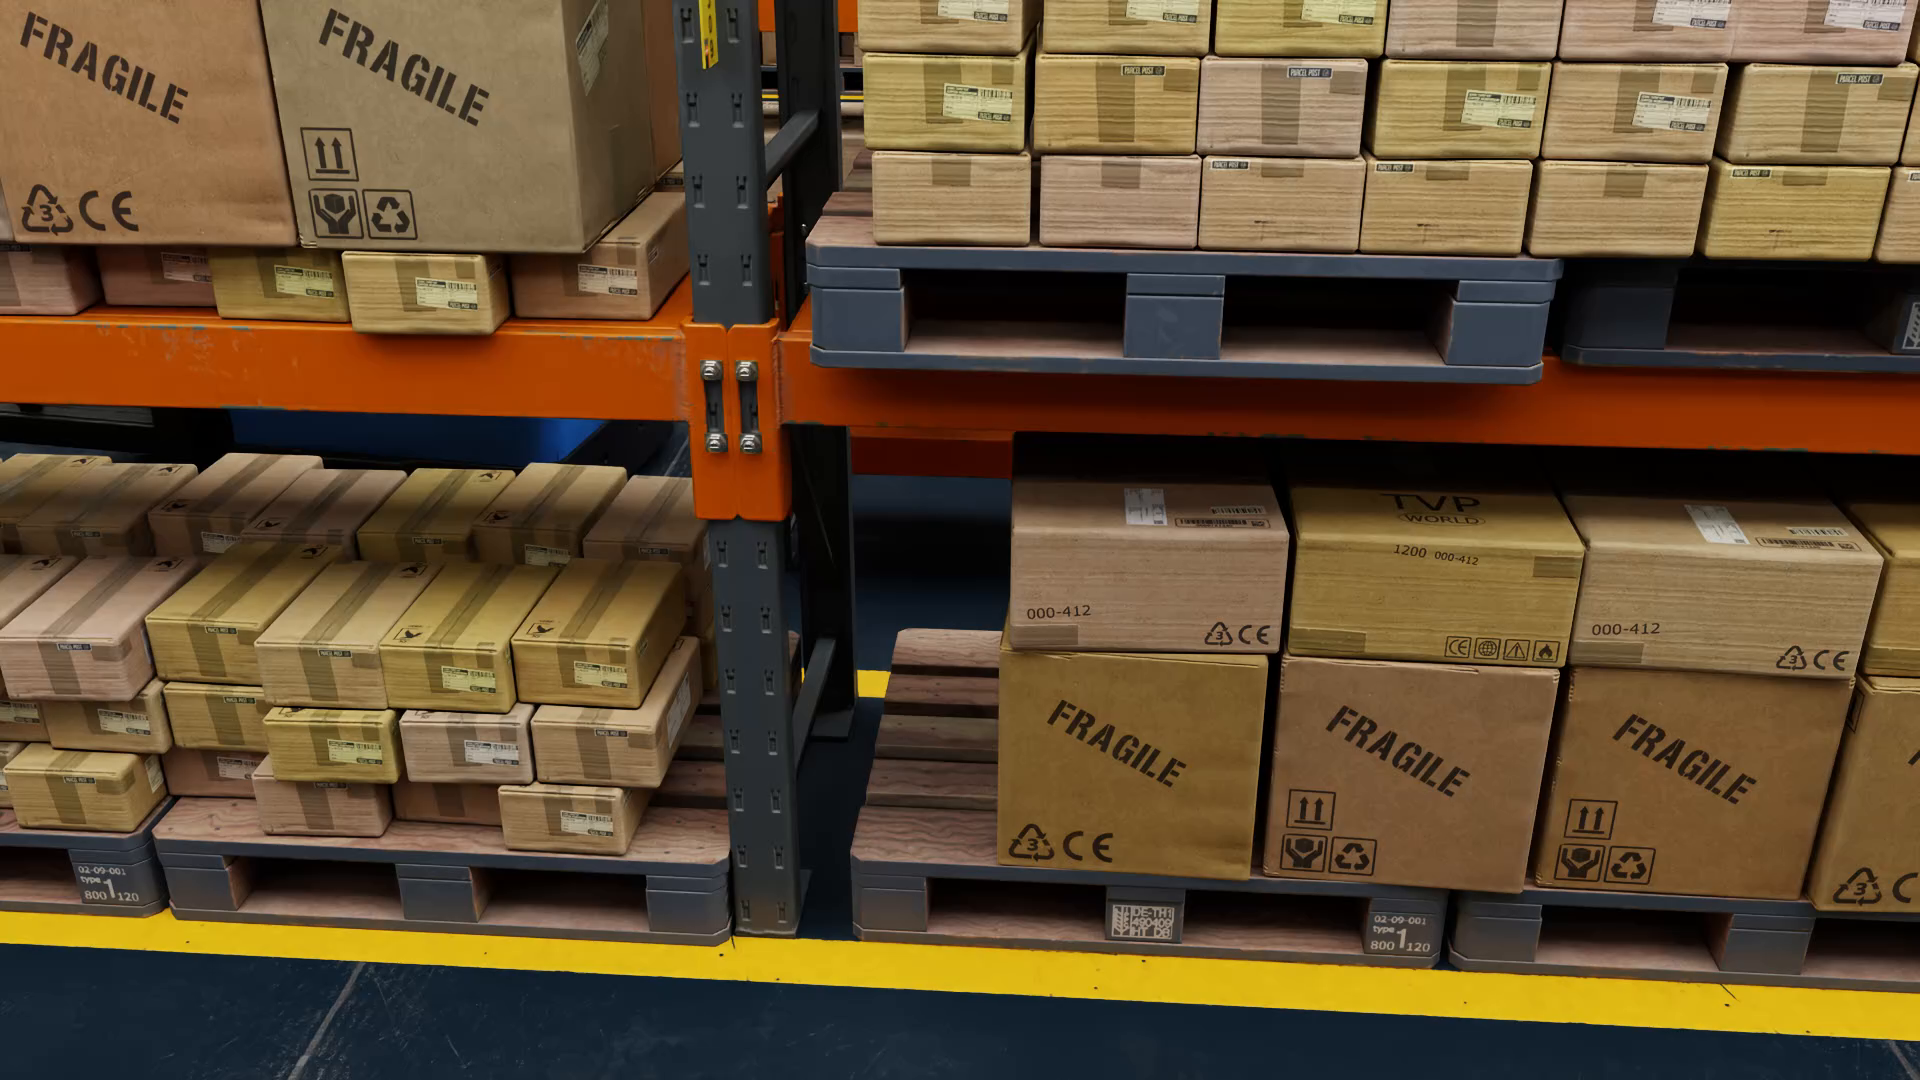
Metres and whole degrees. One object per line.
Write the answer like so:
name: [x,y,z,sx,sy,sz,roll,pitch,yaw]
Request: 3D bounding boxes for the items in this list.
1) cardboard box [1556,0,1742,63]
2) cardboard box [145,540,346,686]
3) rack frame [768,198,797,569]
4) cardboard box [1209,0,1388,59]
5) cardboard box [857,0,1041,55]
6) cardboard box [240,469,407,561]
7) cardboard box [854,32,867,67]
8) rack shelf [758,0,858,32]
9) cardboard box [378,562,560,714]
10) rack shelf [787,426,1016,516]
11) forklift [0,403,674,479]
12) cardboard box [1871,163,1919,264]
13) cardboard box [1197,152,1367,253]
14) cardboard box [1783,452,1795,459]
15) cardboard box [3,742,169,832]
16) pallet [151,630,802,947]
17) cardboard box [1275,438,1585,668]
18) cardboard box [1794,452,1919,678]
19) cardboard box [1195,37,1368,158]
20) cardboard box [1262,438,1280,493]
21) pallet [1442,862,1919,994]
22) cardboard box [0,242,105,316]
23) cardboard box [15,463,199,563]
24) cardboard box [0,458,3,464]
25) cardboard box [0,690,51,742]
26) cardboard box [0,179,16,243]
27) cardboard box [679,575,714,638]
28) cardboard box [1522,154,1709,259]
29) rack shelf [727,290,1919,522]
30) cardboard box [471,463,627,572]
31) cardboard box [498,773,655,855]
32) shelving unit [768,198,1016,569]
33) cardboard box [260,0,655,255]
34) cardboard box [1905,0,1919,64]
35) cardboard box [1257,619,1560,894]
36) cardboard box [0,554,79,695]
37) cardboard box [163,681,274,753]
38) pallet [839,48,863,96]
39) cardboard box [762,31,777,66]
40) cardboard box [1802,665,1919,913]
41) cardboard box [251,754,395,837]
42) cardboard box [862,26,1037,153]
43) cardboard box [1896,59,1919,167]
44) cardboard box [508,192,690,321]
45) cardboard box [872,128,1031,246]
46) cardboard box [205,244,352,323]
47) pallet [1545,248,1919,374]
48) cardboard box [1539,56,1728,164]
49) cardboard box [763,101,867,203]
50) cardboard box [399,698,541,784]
cardboard box: [1.029,-0.854,2.605,0.250,0.149,0.380,2,25,4]
cardboard box: [-1.500,0.149,3.533,0.250,0.149,0.380,3,25,6]
rack frame: [-0.514,-0.527,5.051,0.032,1.125,0.500,2,25,4]
cardboard box: [0.525,-0.871,2.641,0.250,0.149,0.380,2,25,4]
cardboard box: [-0.008,-0.887,2.676,0.250,0.149,0.380,3,25,7]
cardboard box: [-1.481,-0.028,3.918,0.250,0.149,0.380,1,25,3]
cardboard box: [-0.646,-3.735,12.547,0.258,0.266,0.396,3,25,6]
rack shelf: [-2.082,-2.548,8.059,4.000,0.370,1.077,2,25,4]
cardboard box: [-0.998,0.195,3.434,0.250,0.149,0.380,2,25,5]
rack shelf: [-0.007,-0.289,5.118,1.000,0.278,0.538,2,25,4]
forklift: [-2.586,-1.594,5.208,3.031,2.935,1.130,5,25,11]
cardboard box: [1.545,-0.568,2.694,0.250,0.149,0.380,1,25,2]
cardboard box: [0.517,-0.601,2.765,0.250,0.149,0.380,2,25,4]
cardboard box: [1.955,-0.173,3.627,0.500,0.250,0.500,2,25,4]
cardboard box: [-1.815,0.456,3.578,0.250,0.149,0.380,2,25,4]
pallet: [-1.038,0.516,3.877,1.213,0.211,1.003,2,25,4]
cardboard box: [0.882,0.010,3.232,0.500,0.250,0.500,3,25,5]
cardboard box: [1.910,0.041,3.164,0.500,0.250,0.500,2,25,5]
cardboard box: [0.507,-0.736,2.704,0.250,0.149,0.380,2,25,5]
cardboard box: [0.907,-0.200,3.687,0.500,0.250,0.500,3,25,6]
pallet: [1.630,0.585,3.727,1.213,0.211,1.003,2,25,4]
cardboard box: [-1.724,-0.553,3.163,0.250,0.149,0.380,1,25,2]
cardboard box: [-2.007,-0.044,3.954,0.250,0.149,0.380,1,25,2]
cardboard box: [-2.513,-0.065,3.999,0.250,0.149,0.380,1,25,2]
cardboard box: [-2.007,0.277,3.613,0.250,0.149,0.380,1,25,1]
cardboard box: [-1.883,-0.856,3.047,0.500,0.500,0.500,2,25,4]
cardboard box: [-0.703,0.080,4.040,0.250,0.149,0.380,3,25,6]
cardboard box: [1.021,-0.584,2.729,0.250,0.149,0.380,1,25,2]
rack shelf: [1.628,-0.354,3.290,4.000,0.370,1.077,2,25,4]
cardboard box: [-0.964,-0.041,3.947,0.250,0.149,0.380,3,25,7]
cardboard box: [-0.783,0.489,3.506,0.250,0.149,0.380,2,25,5]
shelving unit: [-0.007,-0.511,5.015,1.048,1.125,0.538,2,25,4]
cardboard box: [-0.870,-0.823,2.974,0.500,0.500,0.500,2,25,4]
cardboard box: [1.550,-0.839,2.571,0.250,0.149,0.380,3,25,6]
cardboard box: [0.878,0.351,3.387,0.500,0.500,0.500,3,25,6]
cardboard box: [-2.047,0.176,3.476,0.250,0.149,0.380,1,25,2]
cardboard box: [-1.486,0.294,3.576,0.250,0.149,0.380,2,25,4]
pallet: [-0.396,-3.635,12.898,1.213,0.211,1.003,2,25,4]
cardboard box: [-1.213,-3.927,12.684,0.500,0.500,0.700,1,25,2]
cardboard box: [1.900,0.388,3.306,0.500,0.500,0.500,1,25,2]
cardboard box: [-1.304,0.465,3.560,0.250,0.149,0.380,1,25,2]
cardboard box: [-0.008,-0.752,2.738,0.250,0.149,0.380,2,25,5]
cardboard box: [1.551,-0.703,2.631,0.250,0.149,0.380,1,25,3]
cardboard box: [-0.669,-0.542,3.140,0.250,0.149,0.380,2,25,3]
cardboard box: [-0.008,-0.617,2.800,0.250,0.149,0.380,1,25,1]
cardboard box: [-1.196,-0.538,3.131,0.250,0.149,0.380,3,25,6]
pallet: [1.645,-0.575,3.142,1.213,0.211,1.003,2,25,4]
cardboard box: [1.036,-0.720,2.670,0.250,0.149,0.380,3,25,6]
cardboard box: [-0.706,-1.902,8.359,0.875,0.438,0.875,1,25,3]
cardboard box: [-0.975,0.344,3.467,0.250,0.149,0.380,1,25,1]
